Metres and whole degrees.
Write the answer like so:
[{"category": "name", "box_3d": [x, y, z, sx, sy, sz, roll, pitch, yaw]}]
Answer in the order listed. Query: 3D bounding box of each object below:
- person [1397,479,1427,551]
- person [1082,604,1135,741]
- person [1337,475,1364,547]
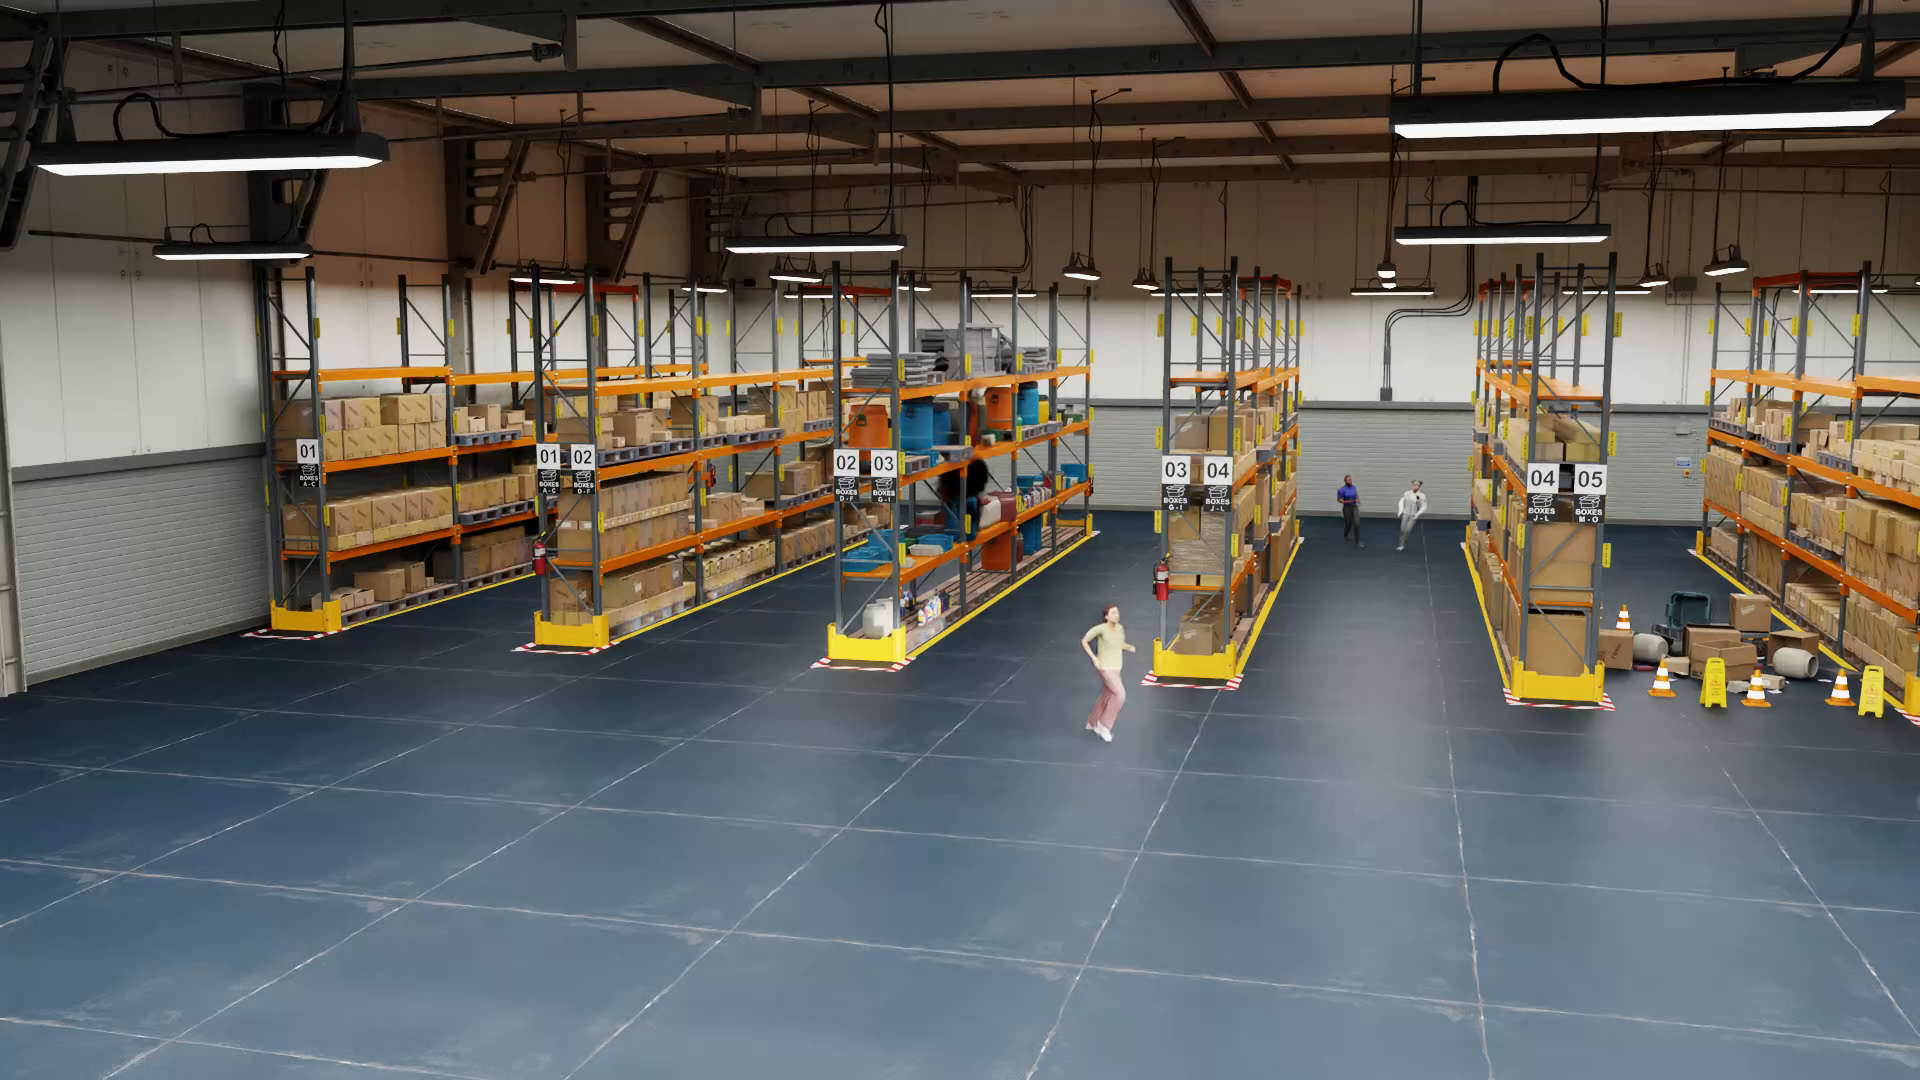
[{"category": "person", "box_3d": [10.212, -0.563, 37.571, 0.639, 1.618, 0.503, 4, 8, 27]}, {"category": "person", "box_3d": [1.843, 1.613, 20.383, 0.550, 1.691, 0.674, -7, 10, -44]}, {"category": "person", "box_3d": [9.001, -0.671, 38.610, 0.606, 1.650, 0.852, -2, 7, -13]}]
